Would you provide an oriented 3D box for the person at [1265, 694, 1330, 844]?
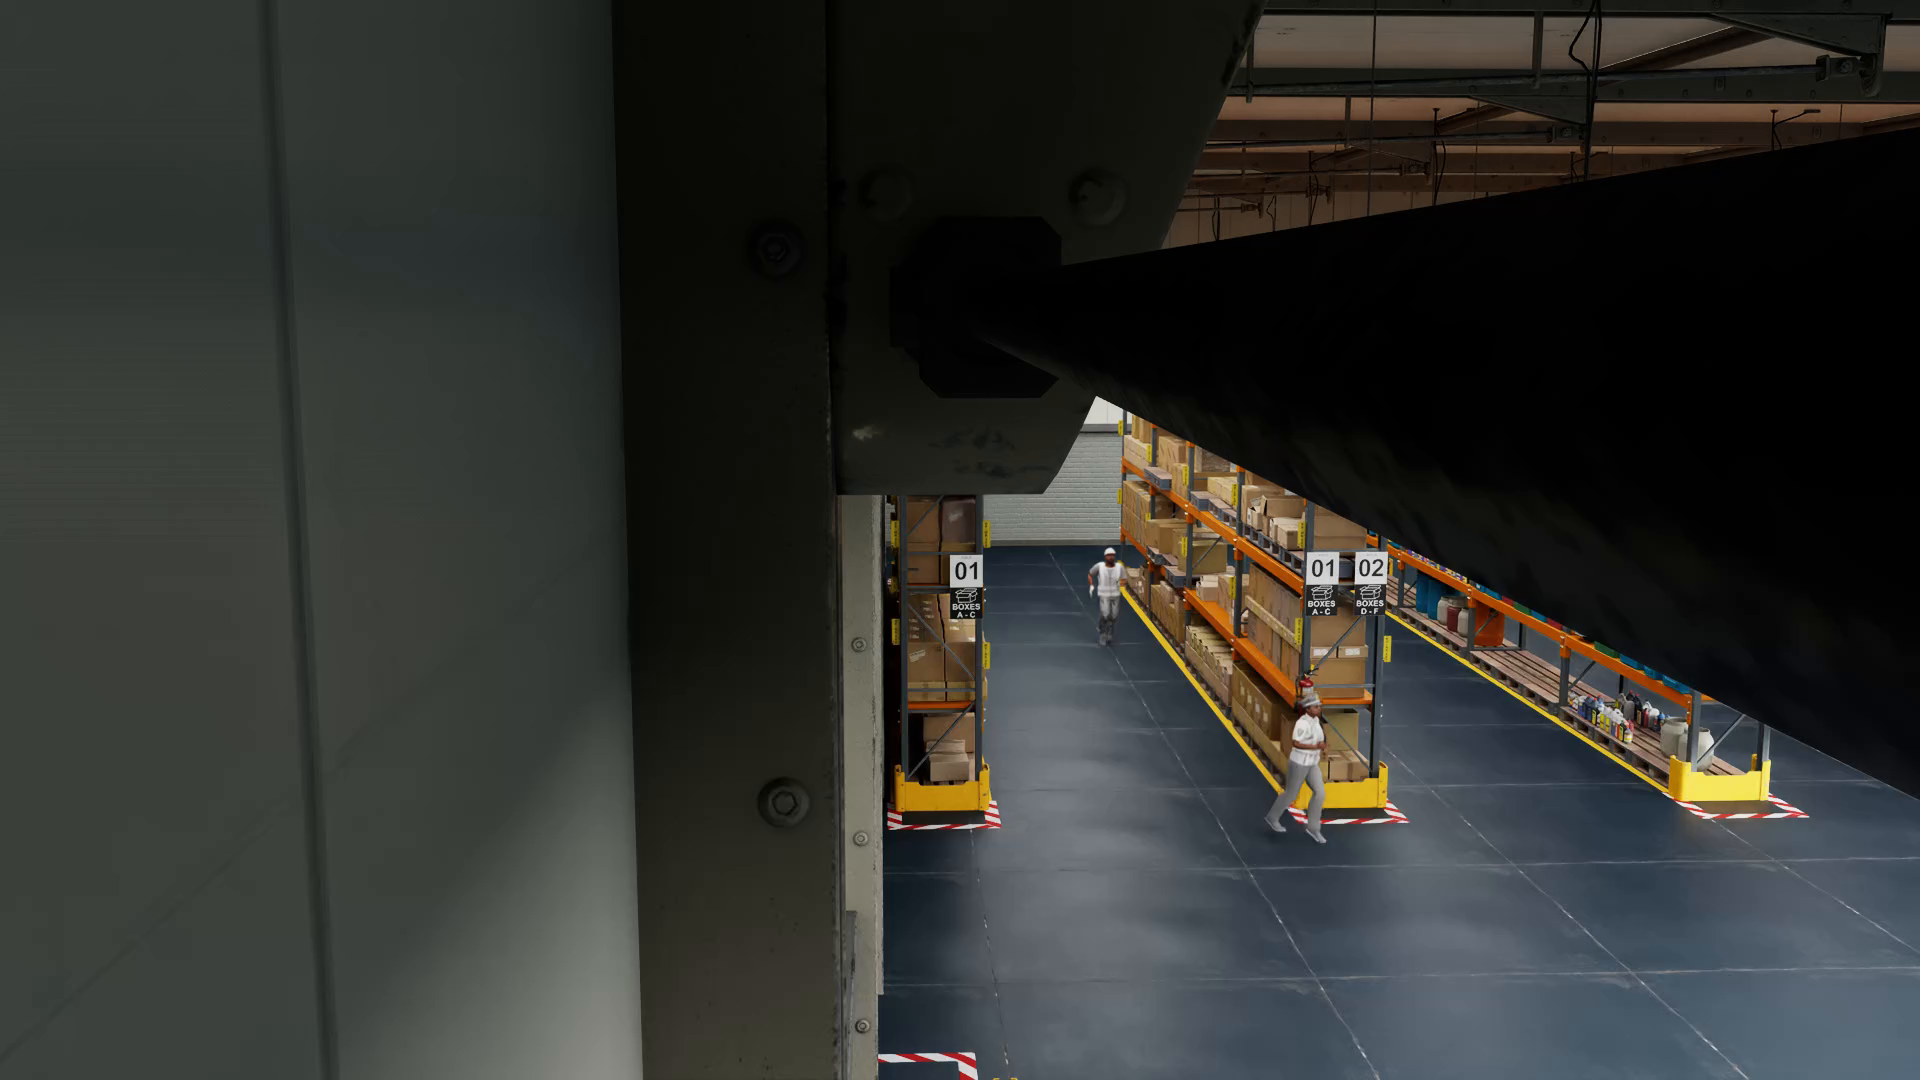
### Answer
[{"bbox_3d":[4.008,2.644,19.470,0.761,1.744,0.583,7,11,41],"label":"person"}]

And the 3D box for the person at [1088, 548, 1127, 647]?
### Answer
[{"bbox_3d":[2.690,1.034,30.018,0.669,1.790,0.709,-1,9,-10],"label":"person"}]
